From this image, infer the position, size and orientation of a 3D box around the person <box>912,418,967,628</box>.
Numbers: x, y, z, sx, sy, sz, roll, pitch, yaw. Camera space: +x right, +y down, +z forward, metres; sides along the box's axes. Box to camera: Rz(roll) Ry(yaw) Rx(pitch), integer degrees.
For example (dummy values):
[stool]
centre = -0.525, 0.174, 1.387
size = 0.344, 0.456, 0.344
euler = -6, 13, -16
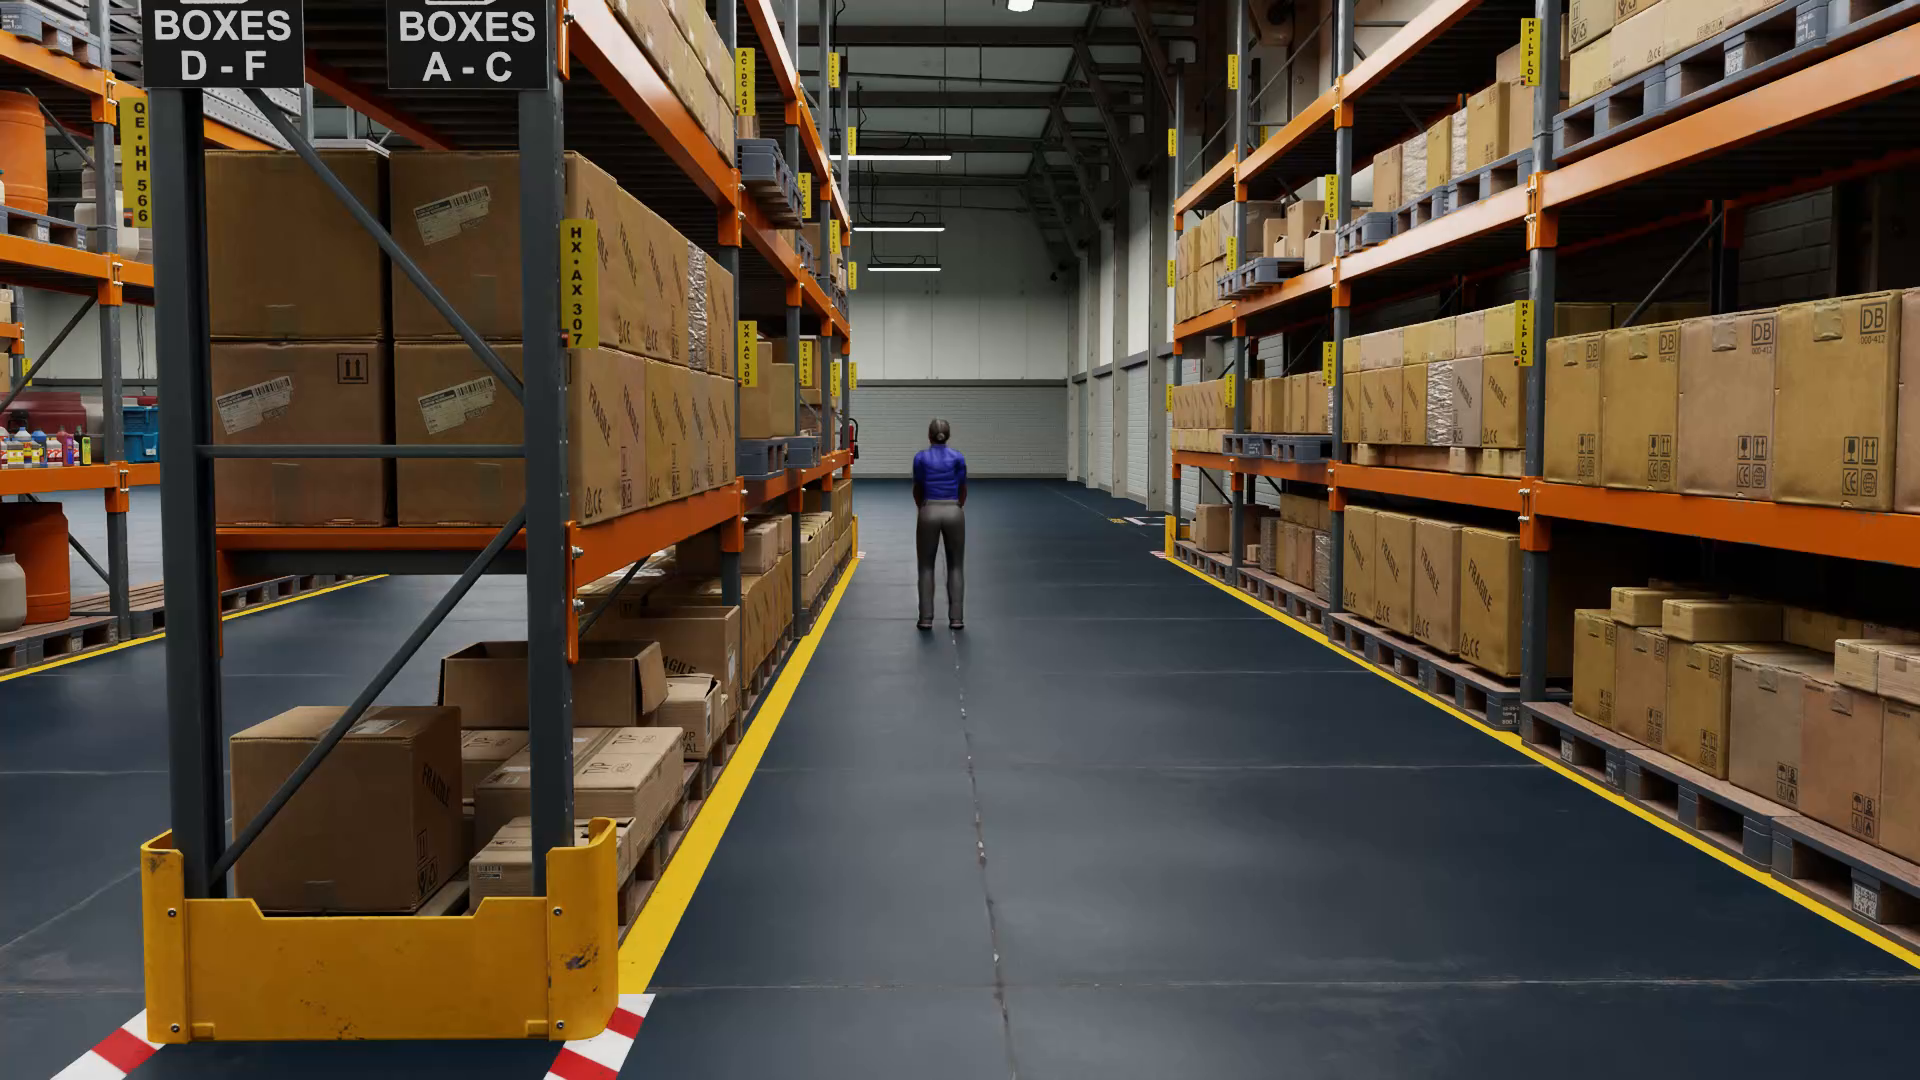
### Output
[person]
centre = -0.160, -0.136, 13.122
size = 0.435, 1.656, 0.504
euler = 0, 4, -3
